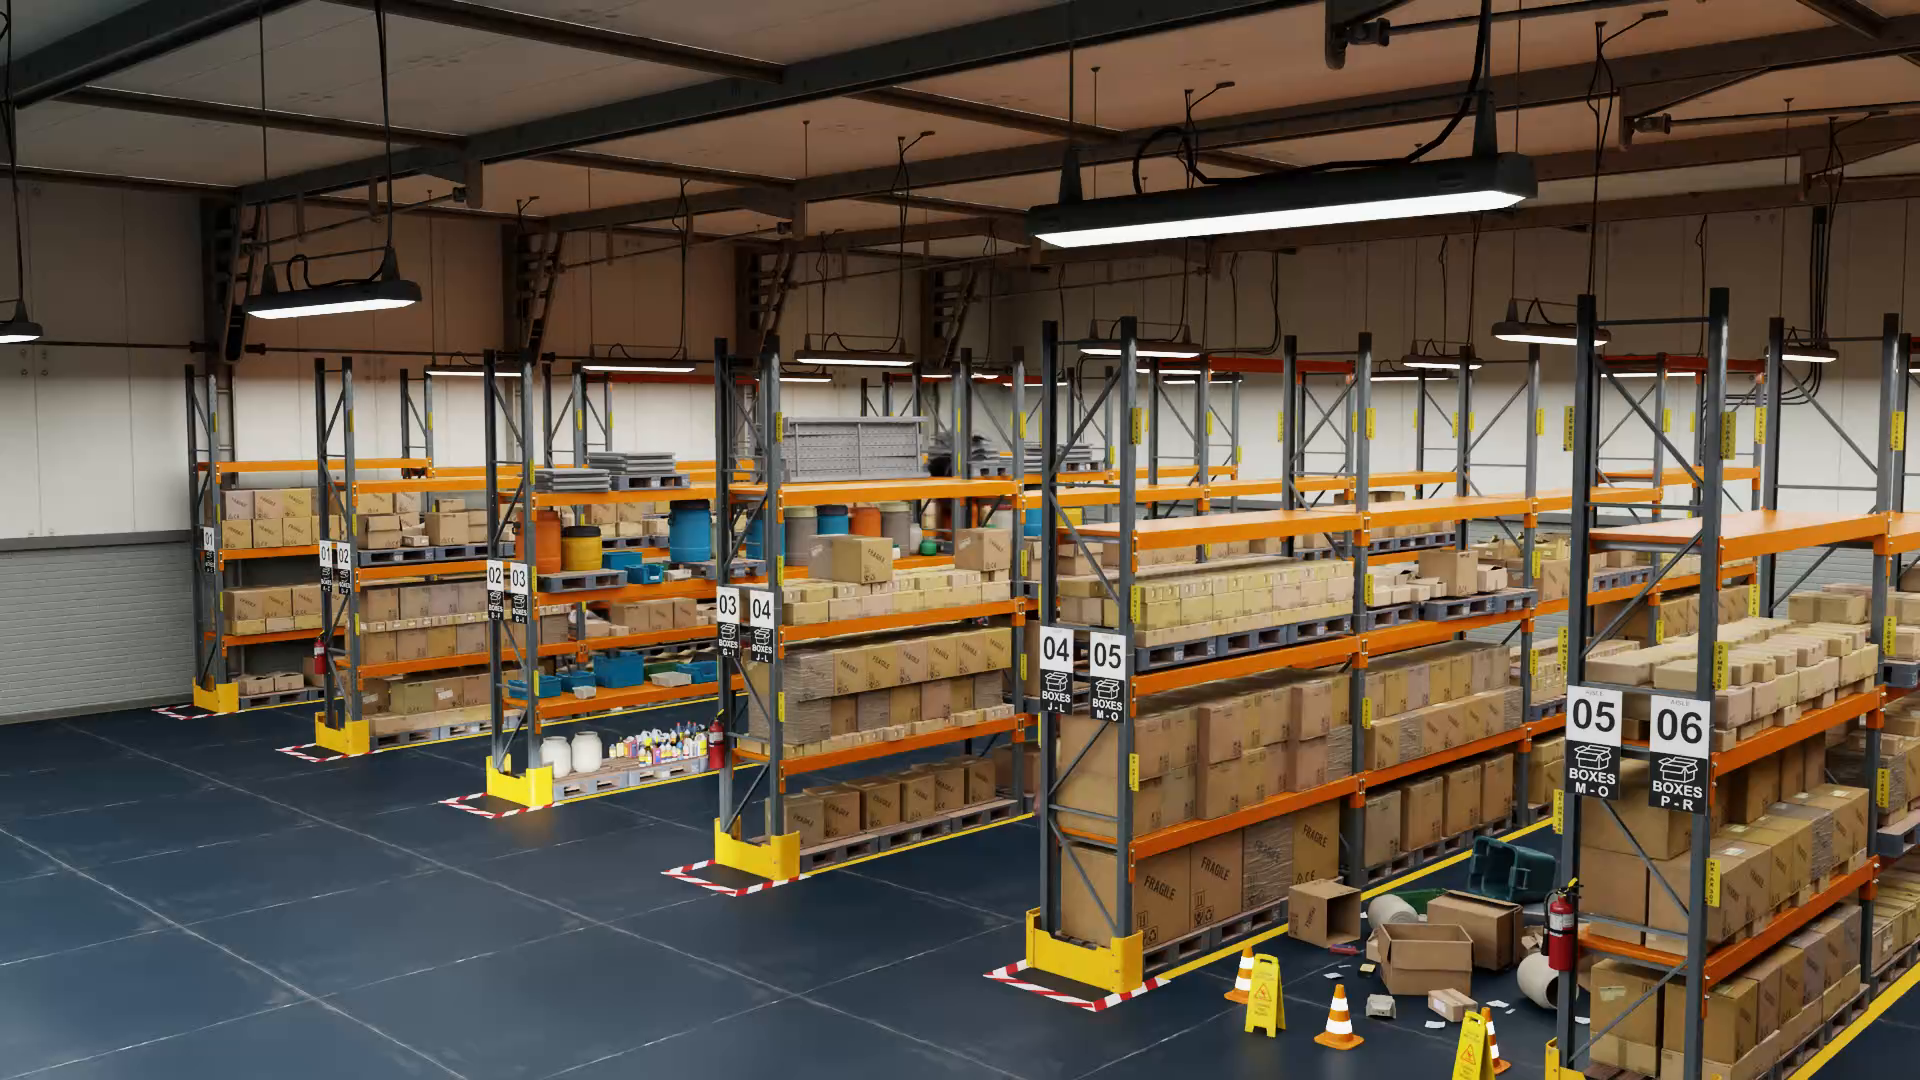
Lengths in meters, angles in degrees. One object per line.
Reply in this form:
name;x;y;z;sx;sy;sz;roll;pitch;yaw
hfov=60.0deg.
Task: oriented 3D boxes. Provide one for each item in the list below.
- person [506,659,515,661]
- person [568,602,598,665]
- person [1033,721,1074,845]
person;-8.029;2.154;29.396;0.998;1.564;0.666;-4;6;-41
person;-6.995;1.929;30.640;0.651;1.833;0.853;3;5;36
person;1.147;2.858;19.386;0.570;1.621;0.874;2;5;28
